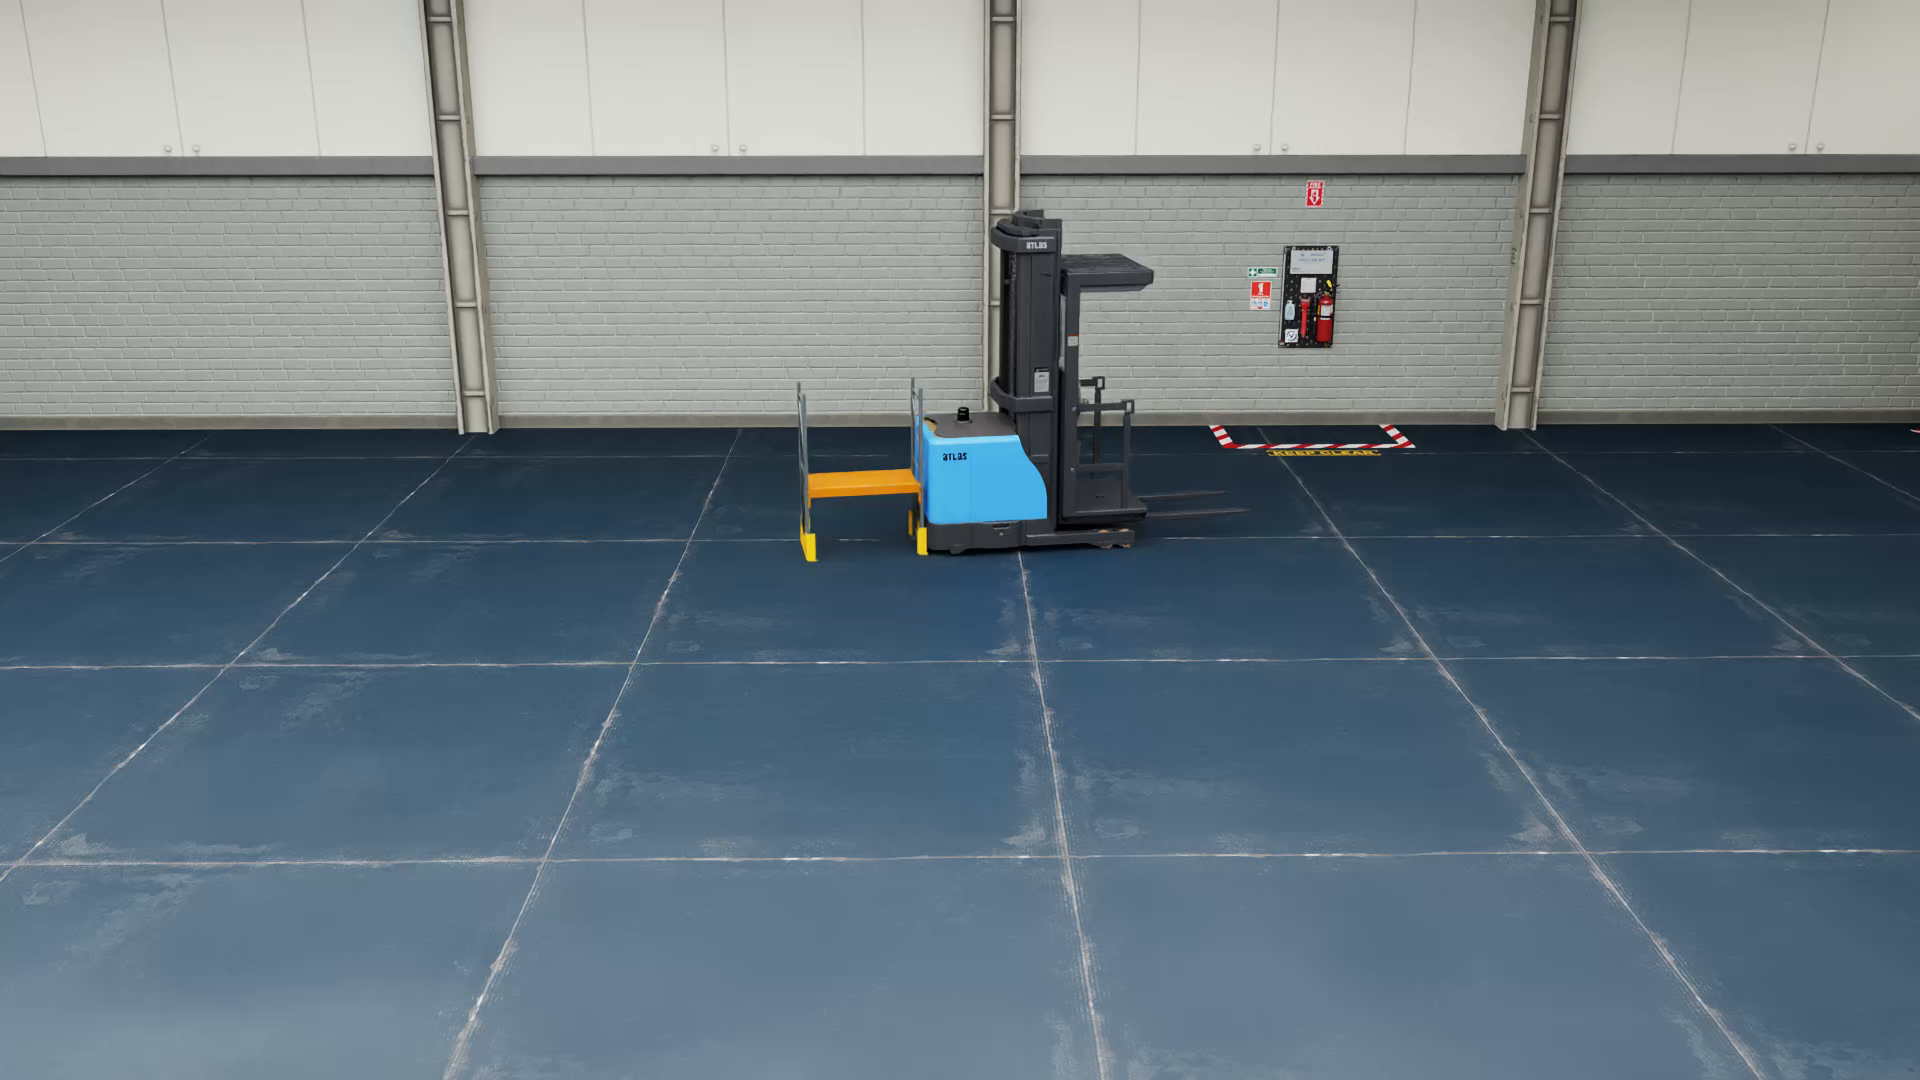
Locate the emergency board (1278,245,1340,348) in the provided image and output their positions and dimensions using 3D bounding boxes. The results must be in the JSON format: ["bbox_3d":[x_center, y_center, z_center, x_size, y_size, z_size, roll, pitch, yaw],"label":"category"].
[{"bbox_3d":[3.986,-2.746,18.898,0.643,1.169,0.194,0,18,-1],"label":"emergency board"}]

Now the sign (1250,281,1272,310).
[{"bbox_3d":[3.432,-2.791,18.982,0.234,0.329,0.001,0,18,-1],"label":"sign"}]

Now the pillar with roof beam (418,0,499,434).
[{"bbox_3d":[-5.473,-4.230,13.703,0.400,9.000,9.100,0,18,-1],"label":"pillar with roof beam"}]

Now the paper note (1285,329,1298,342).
[{"bbox_3d":[3.808,-2.346,19.096,0.142,0.148,0.016,0,18,-1],"label":"paper note"}]

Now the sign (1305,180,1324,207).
[{"bbox_3d":[3.977,-3.880,18.639,0.199,0.298,0.001,0,18,-1],"label":"sign"}]

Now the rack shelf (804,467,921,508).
[{"bbox_3d":[-0.882,-0.469,14.846,1.000,0.185,0.538,-3,18,-10],"label":"rack shelf"}]

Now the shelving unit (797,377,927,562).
[{"bbox_3d":[-0.873,-0.641,14.792,1.083,1.500,0.587,-3,18,-10],"label":"shelving unit"}]

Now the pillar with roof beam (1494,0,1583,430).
[{"bbox_3d":[6.526,-4.288,13.884,0.400,9.000,9.100,0,18,-1],"label":"pillar with roof beam"}]

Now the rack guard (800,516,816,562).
[{"bbox_3d":[-1.363,-0.018,14.897,0.087,0.250,0.587,-3,18,-10],"label":"rack guard"}]

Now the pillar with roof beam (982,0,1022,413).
[{"bbox_3d":[0.527,-4.259,13.793,0.400,9.000,9.100,0,18,-1],"label":"pillar with roof beam"}]

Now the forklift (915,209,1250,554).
[{"bbox_3d":[1.129,-1.472,15.040,3.031,2.935,1.130,-3,18,-10],"label":"forklift"}]

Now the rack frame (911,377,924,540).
[{"bbox_3d":[-0.382,-0.669,14.879,0.032,1.500,0.500,-3,18,-10],"label":"rack frame"}]

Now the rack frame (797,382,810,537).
[{"bbox_3d":[-1.382,-0.612,14.703,0.032,1.500,0.500,-3,18,-10],"label":"rack frame"}]

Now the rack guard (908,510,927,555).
[{"bbox_3d":[-0.383,-0.073,15.069,0.087,0.250,0.587,-3,18,-10],"label":"rack guard"}]

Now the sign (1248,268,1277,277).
[{"bbox_3d":[3.437,-3.041,18.893,0.331,0.109,0.001,0,18,-1],"label":"sign"}]
